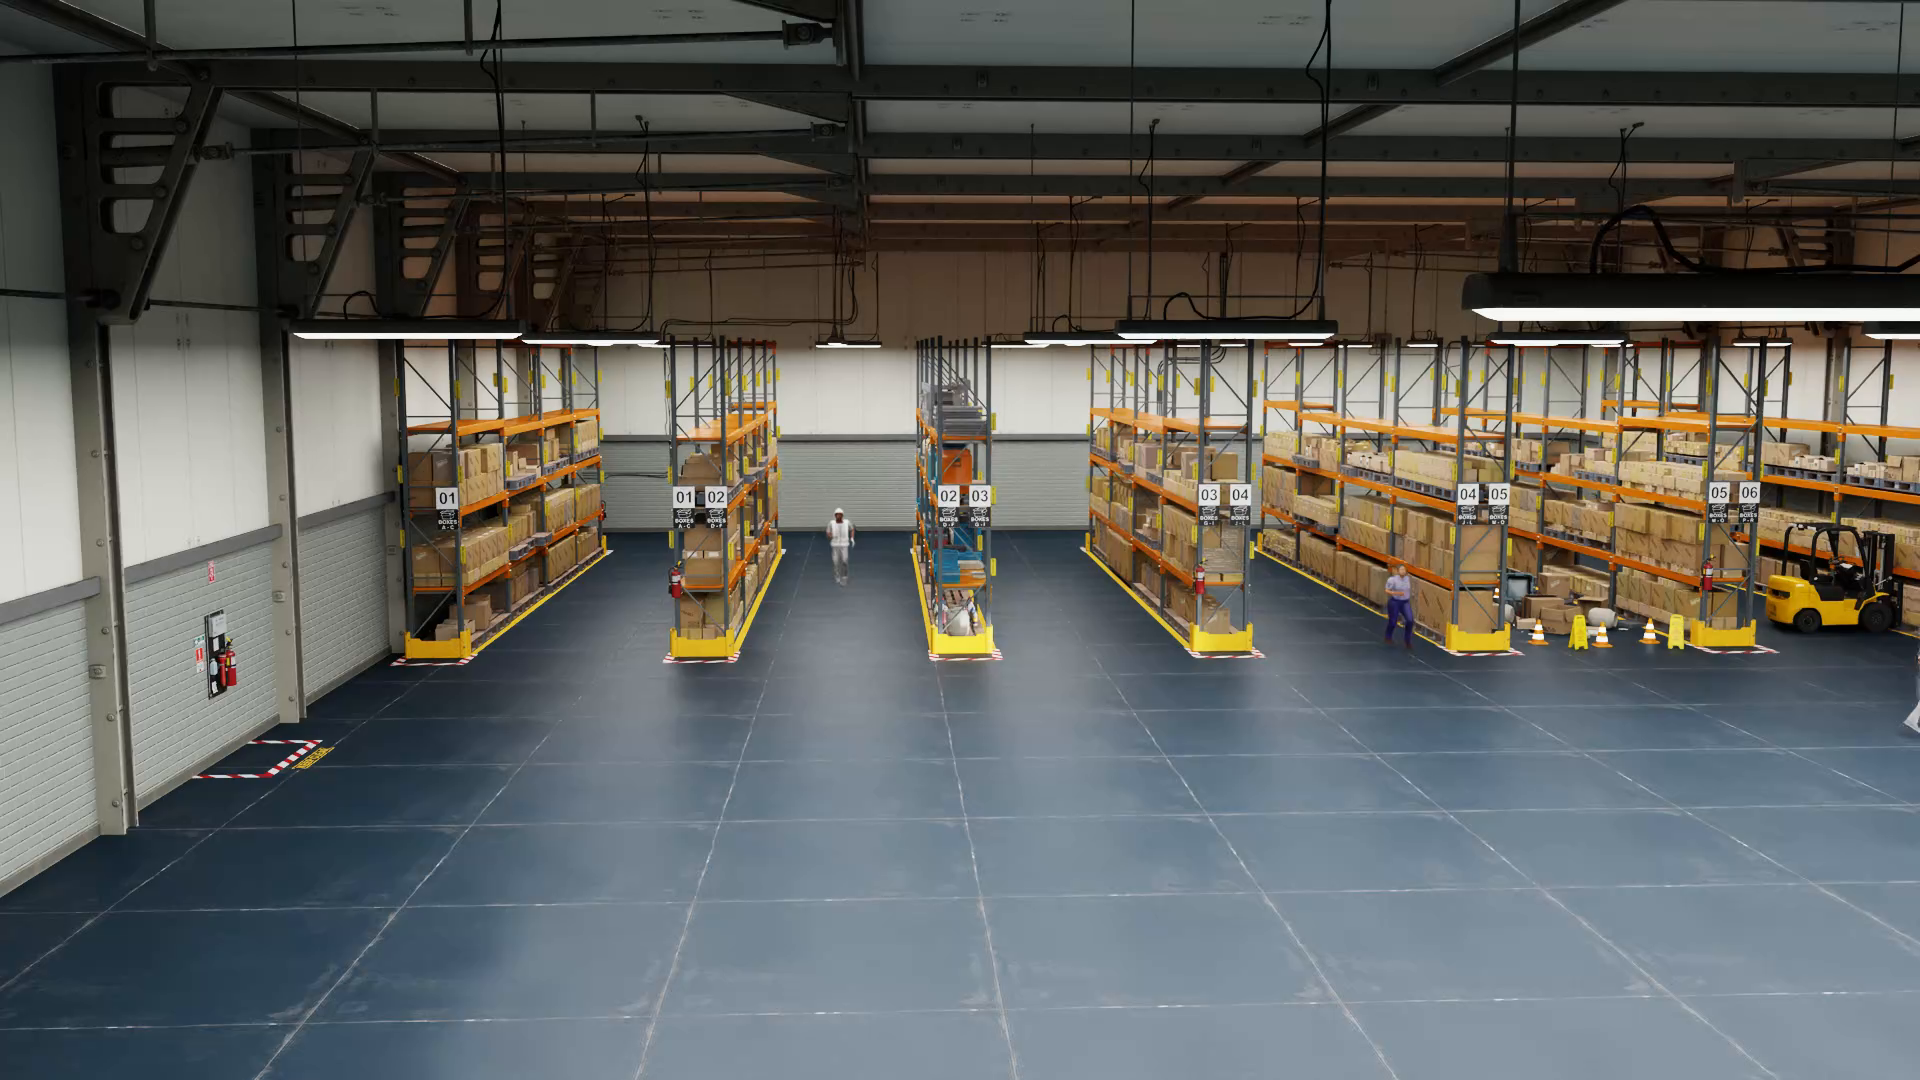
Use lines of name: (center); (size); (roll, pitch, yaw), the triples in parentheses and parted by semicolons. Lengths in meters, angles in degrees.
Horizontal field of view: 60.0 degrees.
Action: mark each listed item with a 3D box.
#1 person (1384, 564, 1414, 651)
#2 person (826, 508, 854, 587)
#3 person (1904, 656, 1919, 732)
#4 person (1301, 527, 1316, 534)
person: (8.453, 1.327, 32.123); (0.596, 1.603, 0.796); (-1, 7, -11)
person: (-2.777, 0.181, 38.610); (0.658, 1.825, 0.677); (0, 7, -4)
person: (14.419, 2.095, 24.537); (0.803, 1.748, 0.542); (5, 8, 35)
person: (10.393, -0.671, 49.302); (0.667, 1.597, 0.505); (-1, 7, -6)
